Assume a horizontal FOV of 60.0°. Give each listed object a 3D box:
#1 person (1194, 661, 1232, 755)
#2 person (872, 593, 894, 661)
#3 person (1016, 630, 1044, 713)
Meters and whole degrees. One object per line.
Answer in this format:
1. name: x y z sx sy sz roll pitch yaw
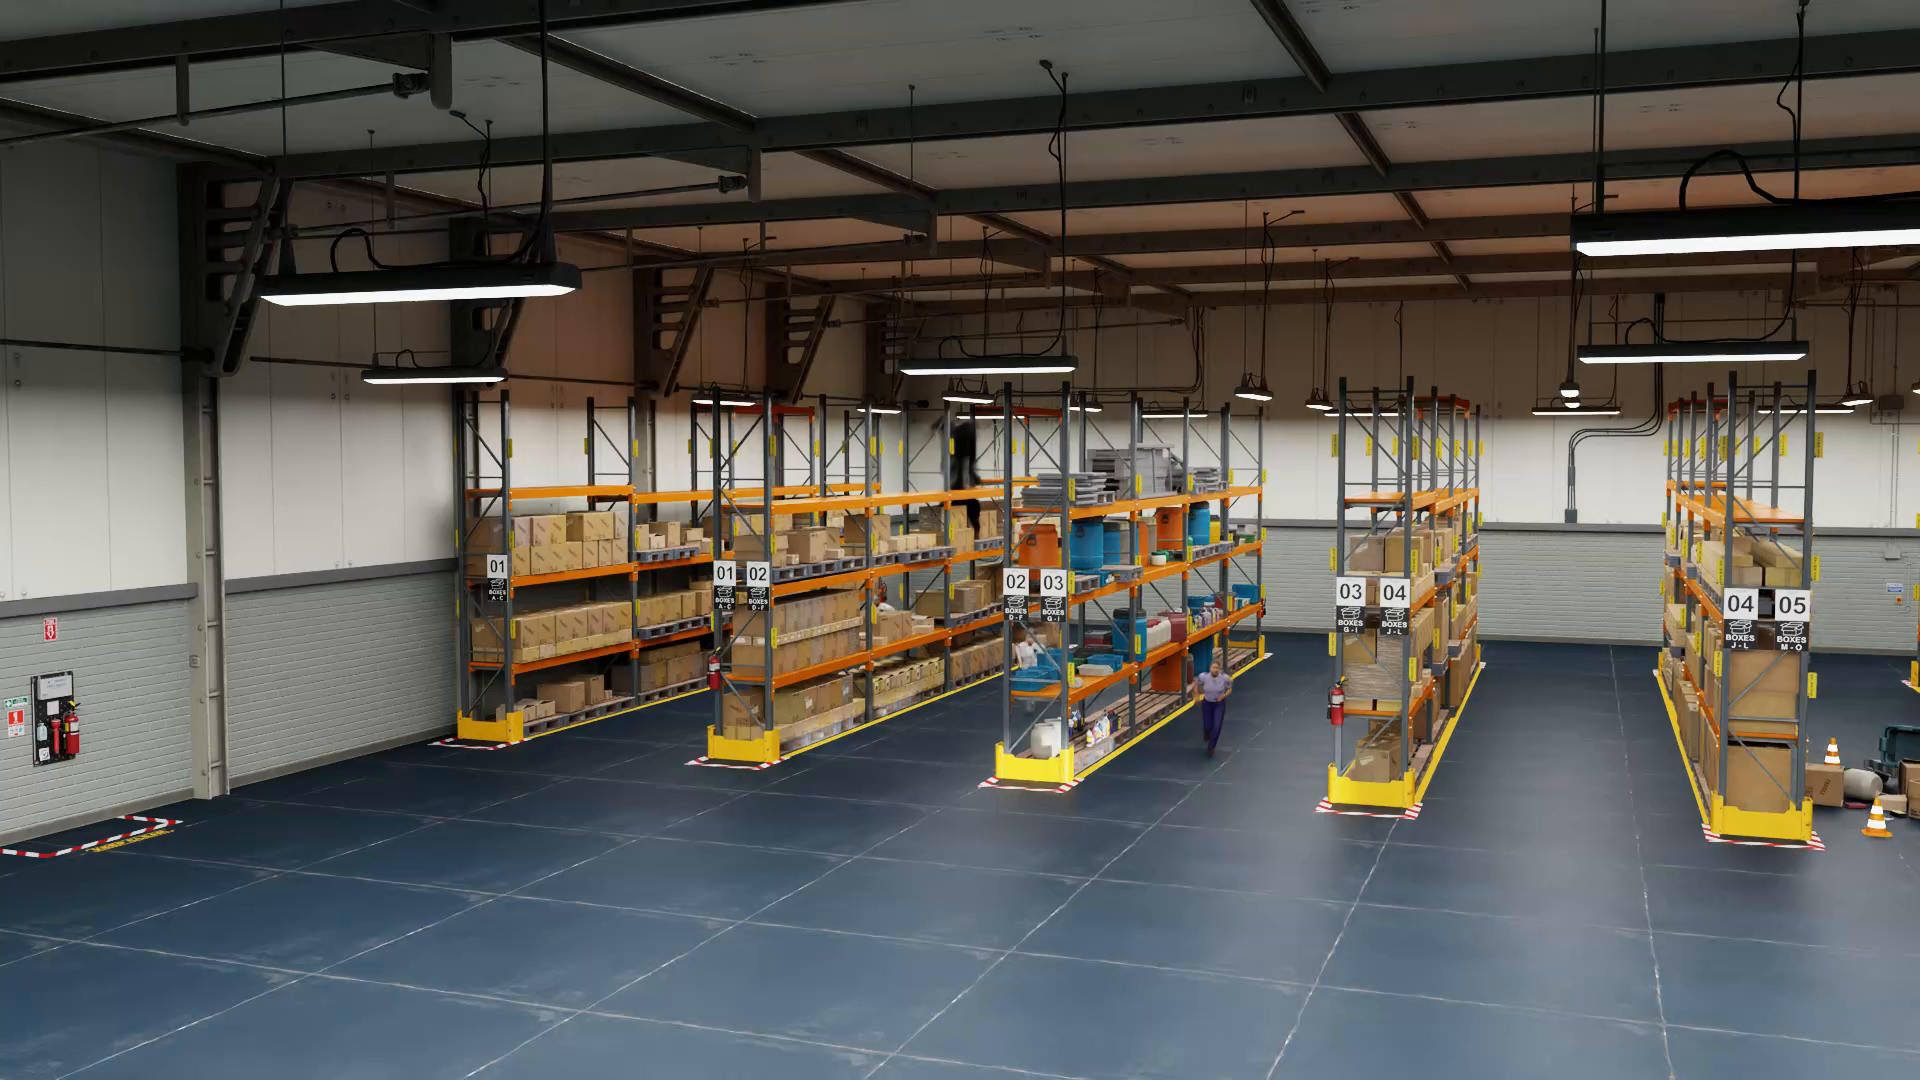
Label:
1. person: 4.137 2.740 27.178 0.596 1.576 0.689 0 3 0
2. person: -1.860 2.059 38.343 0.654 1.701 0.749 1 3 22
3. person: 1.320 2.471 31.232 0.600 1.609 0.742 1 3 10
